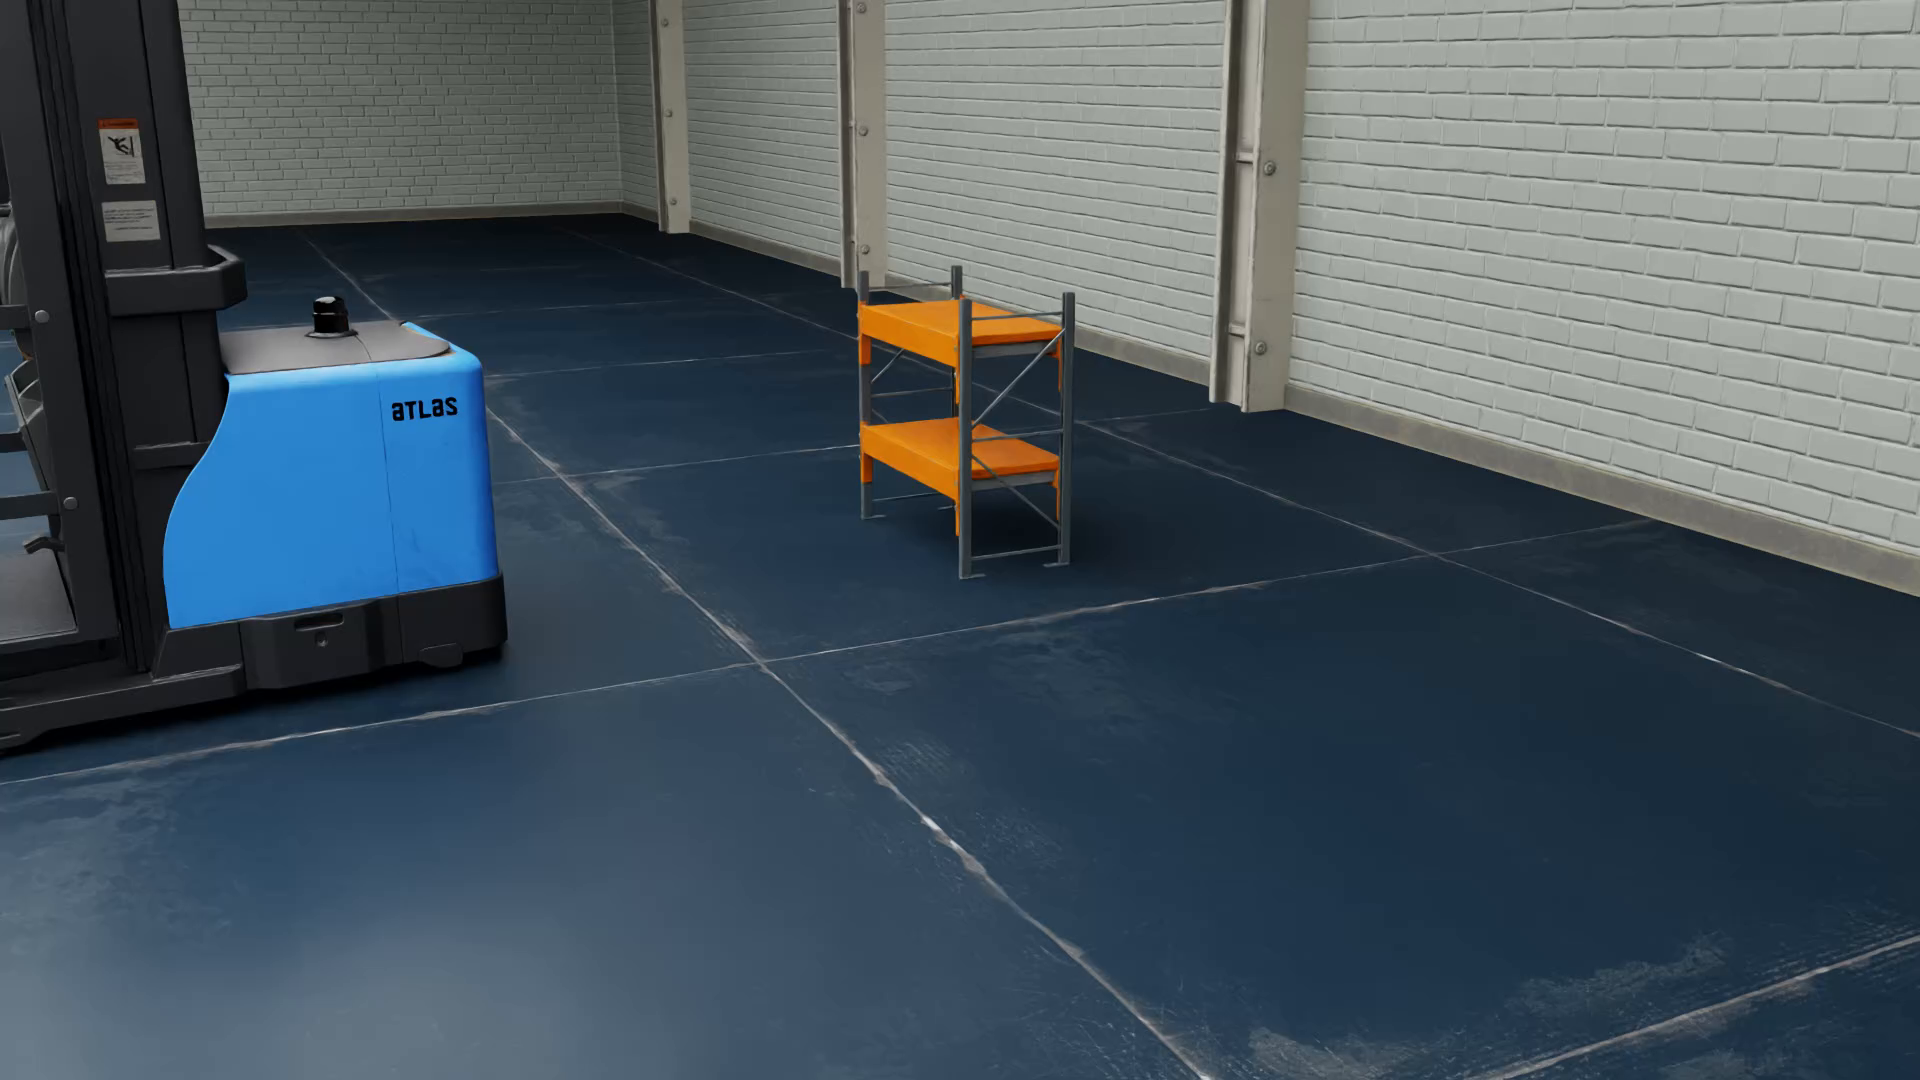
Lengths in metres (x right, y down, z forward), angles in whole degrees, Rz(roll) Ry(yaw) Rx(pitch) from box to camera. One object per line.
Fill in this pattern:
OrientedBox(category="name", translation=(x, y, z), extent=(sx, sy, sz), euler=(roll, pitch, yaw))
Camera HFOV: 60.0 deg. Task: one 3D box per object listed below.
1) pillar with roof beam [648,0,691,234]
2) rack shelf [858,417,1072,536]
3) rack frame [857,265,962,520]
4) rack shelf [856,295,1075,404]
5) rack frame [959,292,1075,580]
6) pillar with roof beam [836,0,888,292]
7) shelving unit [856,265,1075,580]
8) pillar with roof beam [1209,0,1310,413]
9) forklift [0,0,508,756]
OrientedBox(category="pillar with roof beam", translation=(-7.375, -7.605, 17.437), extent=(9.100, 9.000, 0.400), euler=(-8, 18, -25))
OrientedBox(category="rack shelf", translation=(0.003, -0.304, 7.157), extent=(0.538, 0.278, 1.000), euler=(-8, 18, -25))
OrientedBox(category="rack frame", translation=(-0.220, -0.665, 7.529), extent=(0.500, 1.125, 0.032), euler=(-8, 18, -25))
OrientedBox(category="rack shelf", translation=(0.003, -0.820, 7.009), extent=(0.538, 0.278, 1.000), euler=(-8, 18, -25))
OrientedBox(category="rack frame", translation=(0.226, -0.413, 6.650), extent=(0.500, 1.125, 0.032), euler=(-8, 18, -25))
OrientedBox(category="pillar with roof beam", translation=(-4.746, -6.117, 12.253), extent=(9.100, 9.000, 0.400), euler=(-8, 18, -25))
OrientedBox(category="shelving unit", translation=(0.003, -0.539, 7.090), extent=(0.538, 1.125, 1.048), euler=(-8, 18, -25))
OrientedBox(category="pillar with roof beam", translation=(-2.118, -4.629, 7.069), extent=(9.100, 9.000, 0.400), euler=(-8, 18, -25))
OrientedBox(category="forklift", translation=(-3.100, -0.888, 5.030), extent=(3.031, 2.935, 1.130), euler=(-10, 19, -30))
